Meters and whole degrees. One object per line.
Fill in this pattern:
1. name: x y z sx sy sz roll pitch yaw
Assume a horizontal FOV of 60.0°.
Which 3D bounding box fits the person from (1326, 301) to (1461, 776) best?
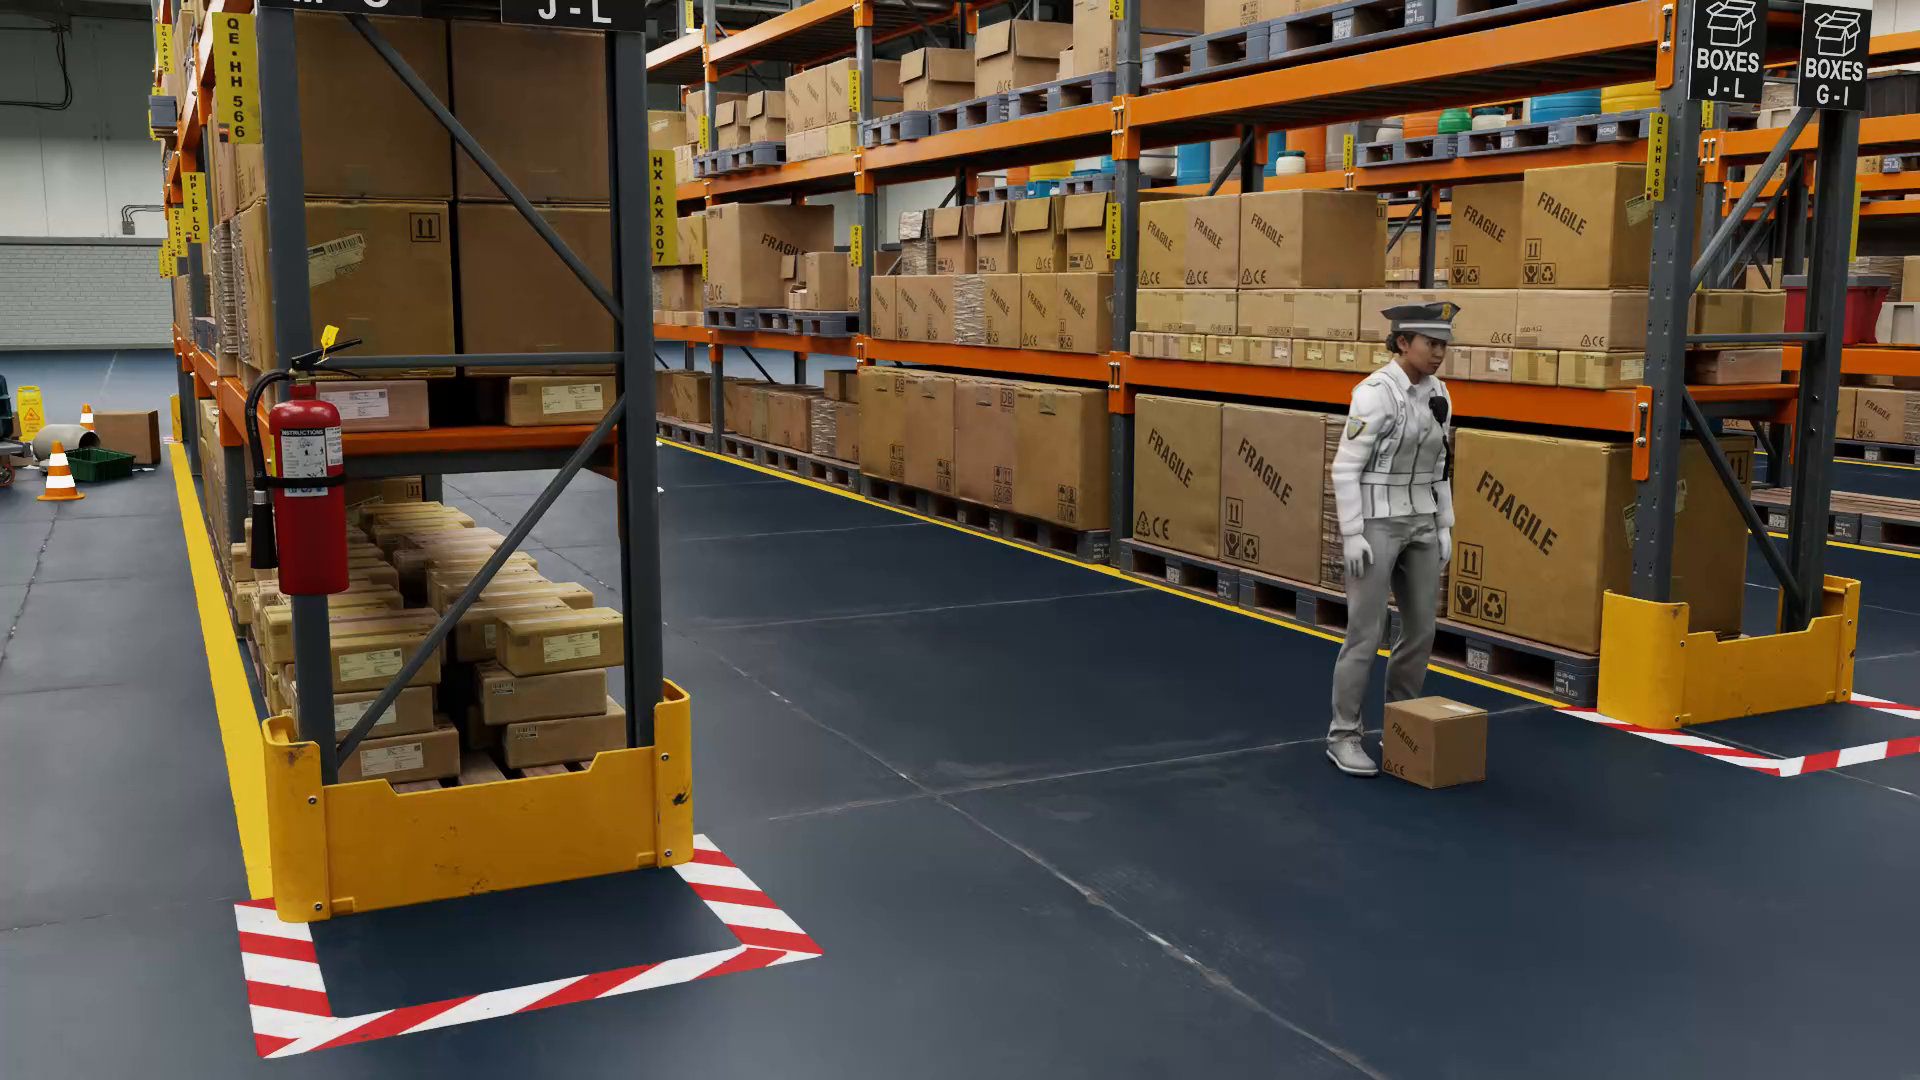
1. person: 1.563 -0.020 5.968 0.543 1.662 0.376 -5 10 -29
